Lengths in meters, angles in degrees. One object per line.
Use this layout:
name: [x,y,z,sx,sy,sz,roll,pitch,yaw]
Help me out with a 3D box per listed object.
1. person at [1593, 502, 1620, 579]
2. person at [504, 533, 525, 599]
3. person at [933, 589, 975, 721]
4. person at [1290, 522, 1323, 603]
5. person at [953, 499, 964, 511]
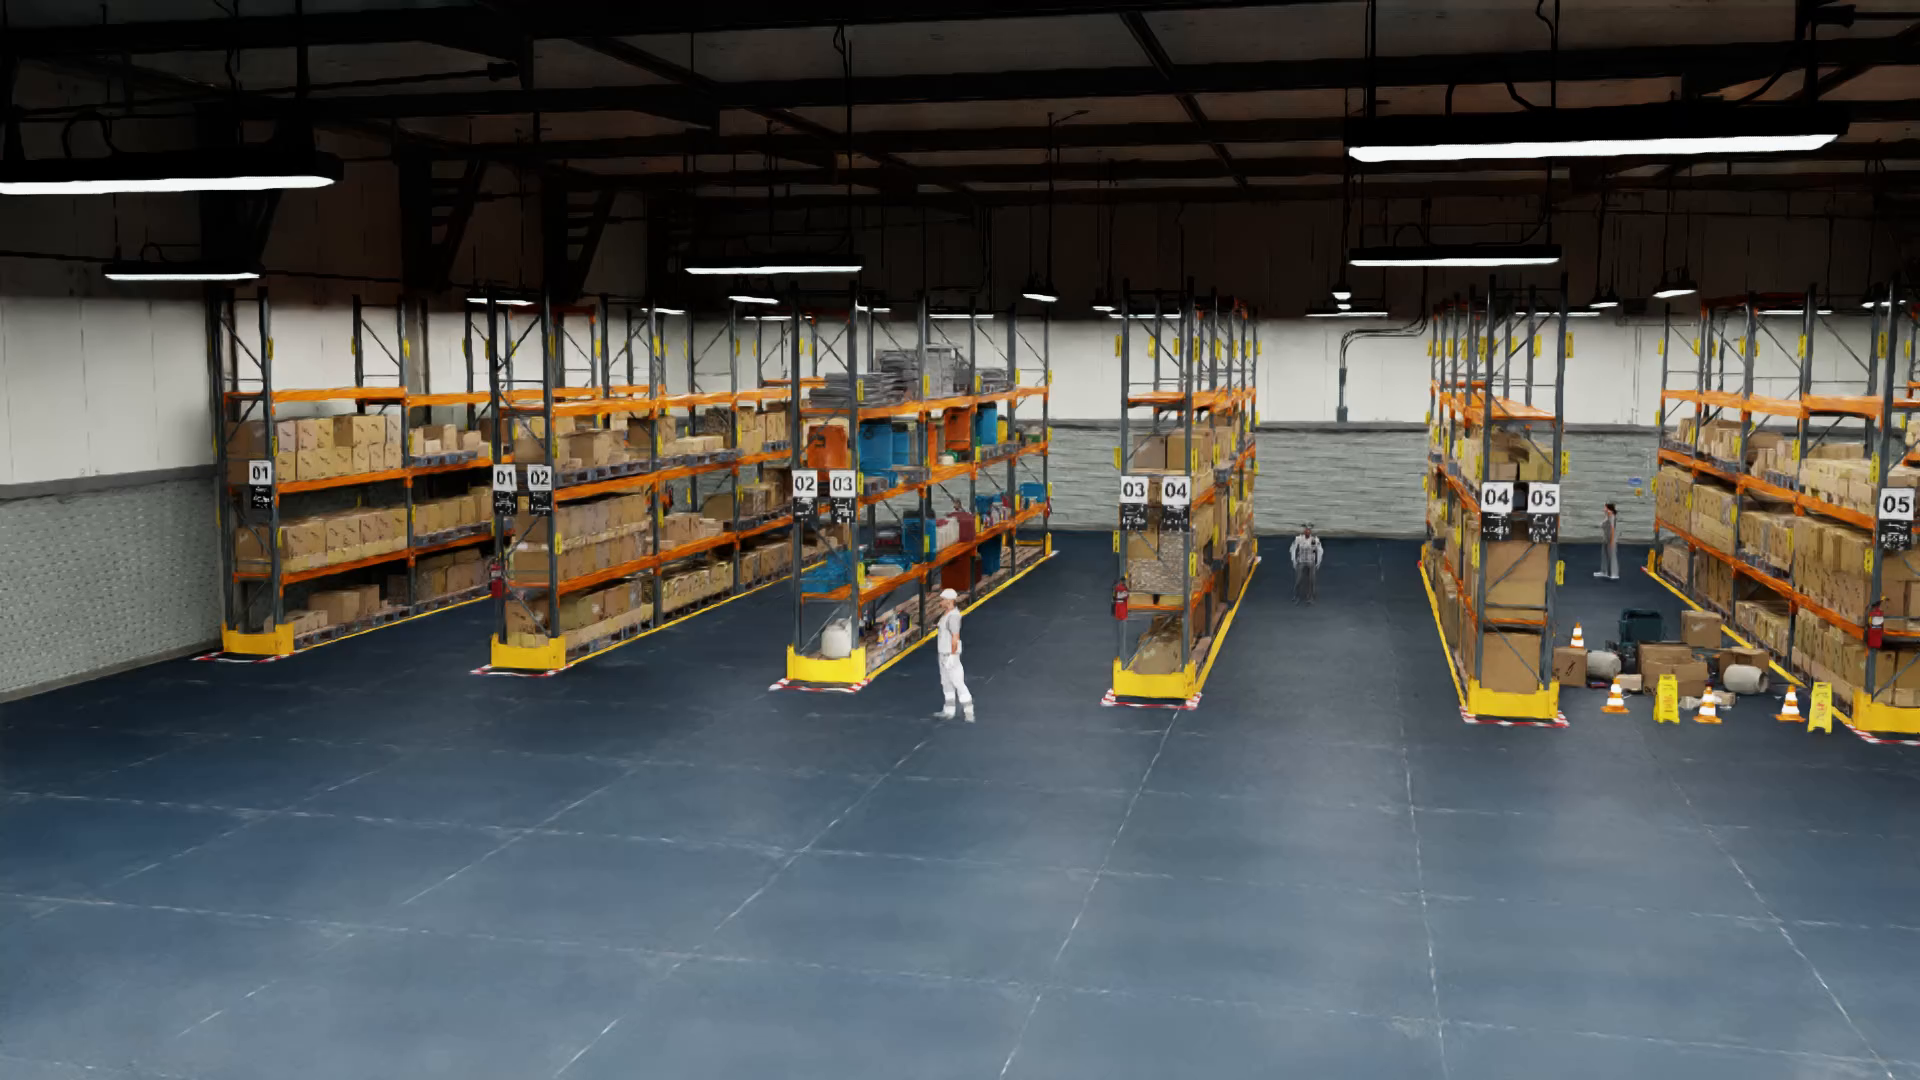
person: [14.170,-0.005,36.309,0.480,1.672,0.553,1,7,9]
person: [-8.206,0.665,30.733,0.446,1.604,1.016,1,7,5]
person: [-0.074,1.549,22.476,0.477,1.787,0.732,-2,7,-17]
person: [6.814,0.445,32.727,0.639,1.632,0.512,1,7,11]
person: [0.023,-0.162,38.125,0.523,1.585,0.946,5,8,35]
